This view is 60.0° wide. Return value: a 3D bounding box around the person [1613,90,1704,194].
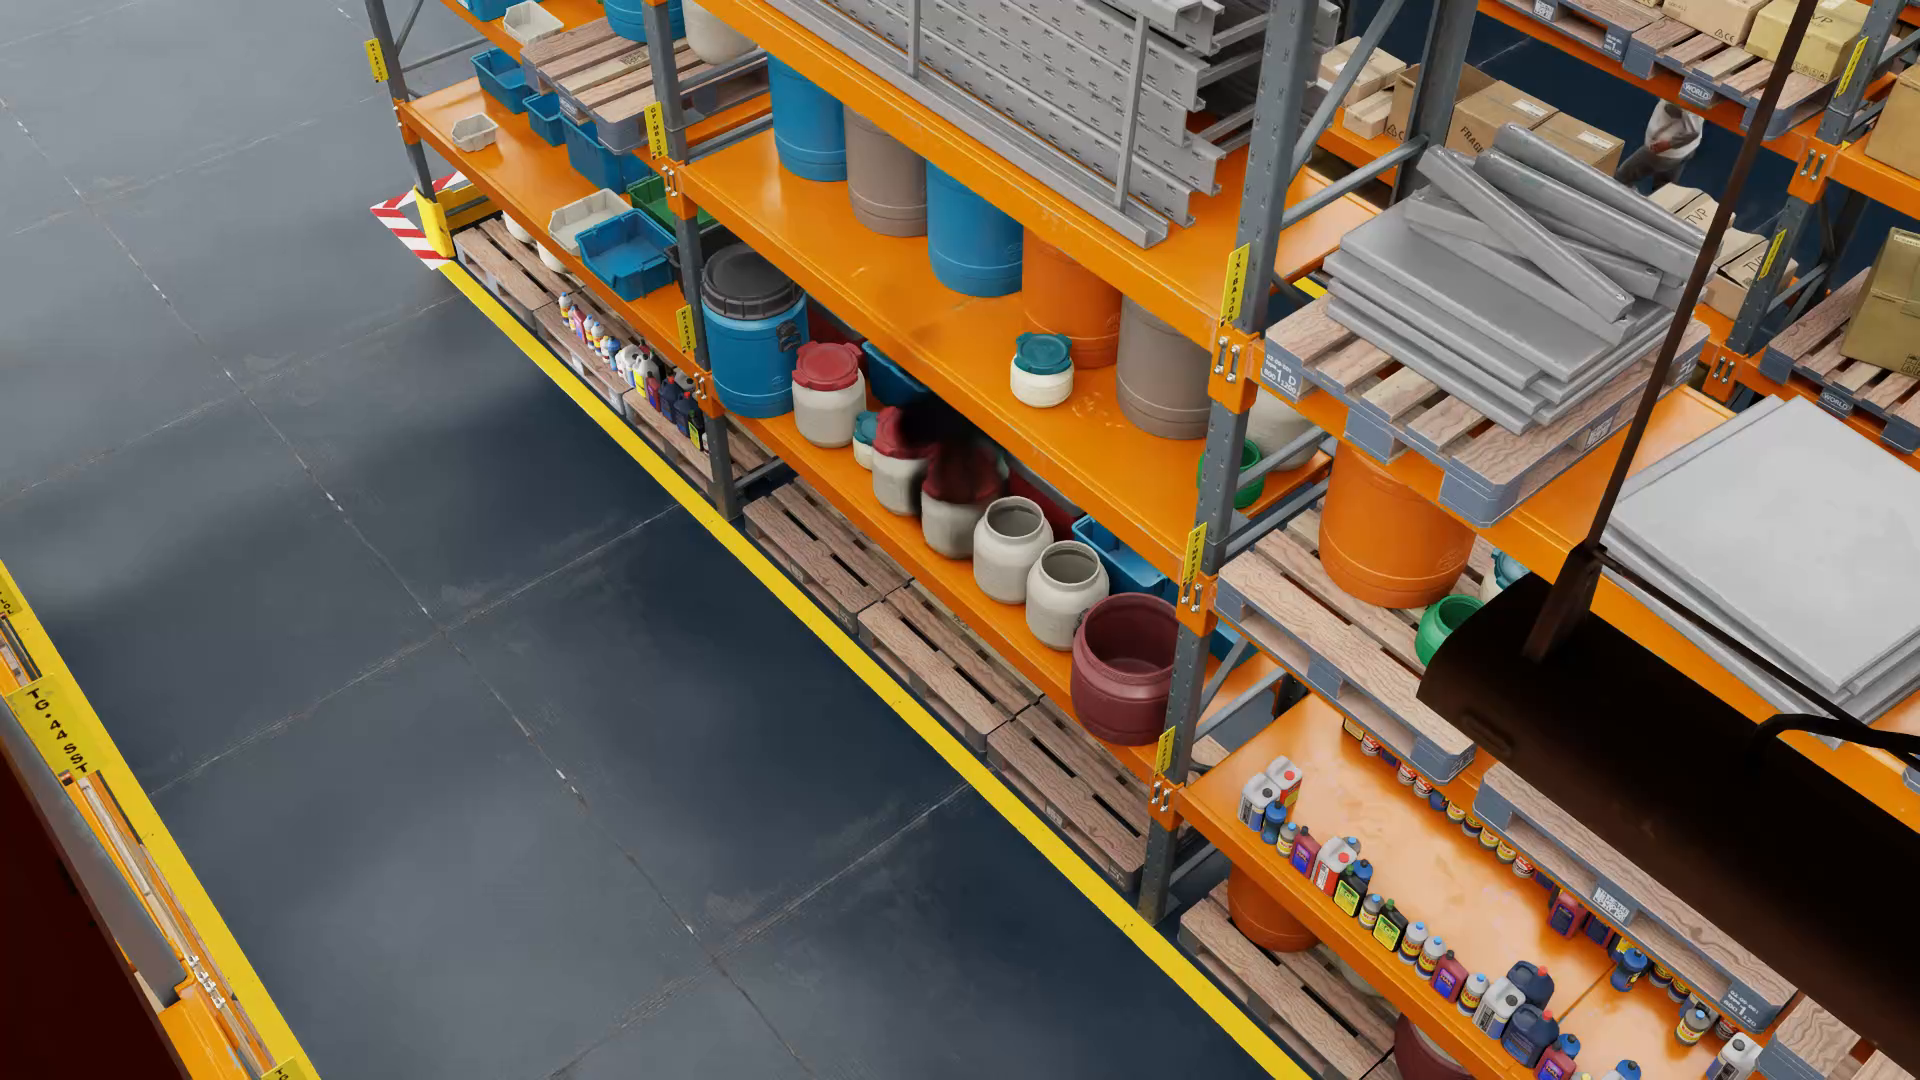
[{"bbox_3d":[5.353,-2.968,12.587,0.637,1.814,0.695,-34,55,-28],"label":"person"}]
